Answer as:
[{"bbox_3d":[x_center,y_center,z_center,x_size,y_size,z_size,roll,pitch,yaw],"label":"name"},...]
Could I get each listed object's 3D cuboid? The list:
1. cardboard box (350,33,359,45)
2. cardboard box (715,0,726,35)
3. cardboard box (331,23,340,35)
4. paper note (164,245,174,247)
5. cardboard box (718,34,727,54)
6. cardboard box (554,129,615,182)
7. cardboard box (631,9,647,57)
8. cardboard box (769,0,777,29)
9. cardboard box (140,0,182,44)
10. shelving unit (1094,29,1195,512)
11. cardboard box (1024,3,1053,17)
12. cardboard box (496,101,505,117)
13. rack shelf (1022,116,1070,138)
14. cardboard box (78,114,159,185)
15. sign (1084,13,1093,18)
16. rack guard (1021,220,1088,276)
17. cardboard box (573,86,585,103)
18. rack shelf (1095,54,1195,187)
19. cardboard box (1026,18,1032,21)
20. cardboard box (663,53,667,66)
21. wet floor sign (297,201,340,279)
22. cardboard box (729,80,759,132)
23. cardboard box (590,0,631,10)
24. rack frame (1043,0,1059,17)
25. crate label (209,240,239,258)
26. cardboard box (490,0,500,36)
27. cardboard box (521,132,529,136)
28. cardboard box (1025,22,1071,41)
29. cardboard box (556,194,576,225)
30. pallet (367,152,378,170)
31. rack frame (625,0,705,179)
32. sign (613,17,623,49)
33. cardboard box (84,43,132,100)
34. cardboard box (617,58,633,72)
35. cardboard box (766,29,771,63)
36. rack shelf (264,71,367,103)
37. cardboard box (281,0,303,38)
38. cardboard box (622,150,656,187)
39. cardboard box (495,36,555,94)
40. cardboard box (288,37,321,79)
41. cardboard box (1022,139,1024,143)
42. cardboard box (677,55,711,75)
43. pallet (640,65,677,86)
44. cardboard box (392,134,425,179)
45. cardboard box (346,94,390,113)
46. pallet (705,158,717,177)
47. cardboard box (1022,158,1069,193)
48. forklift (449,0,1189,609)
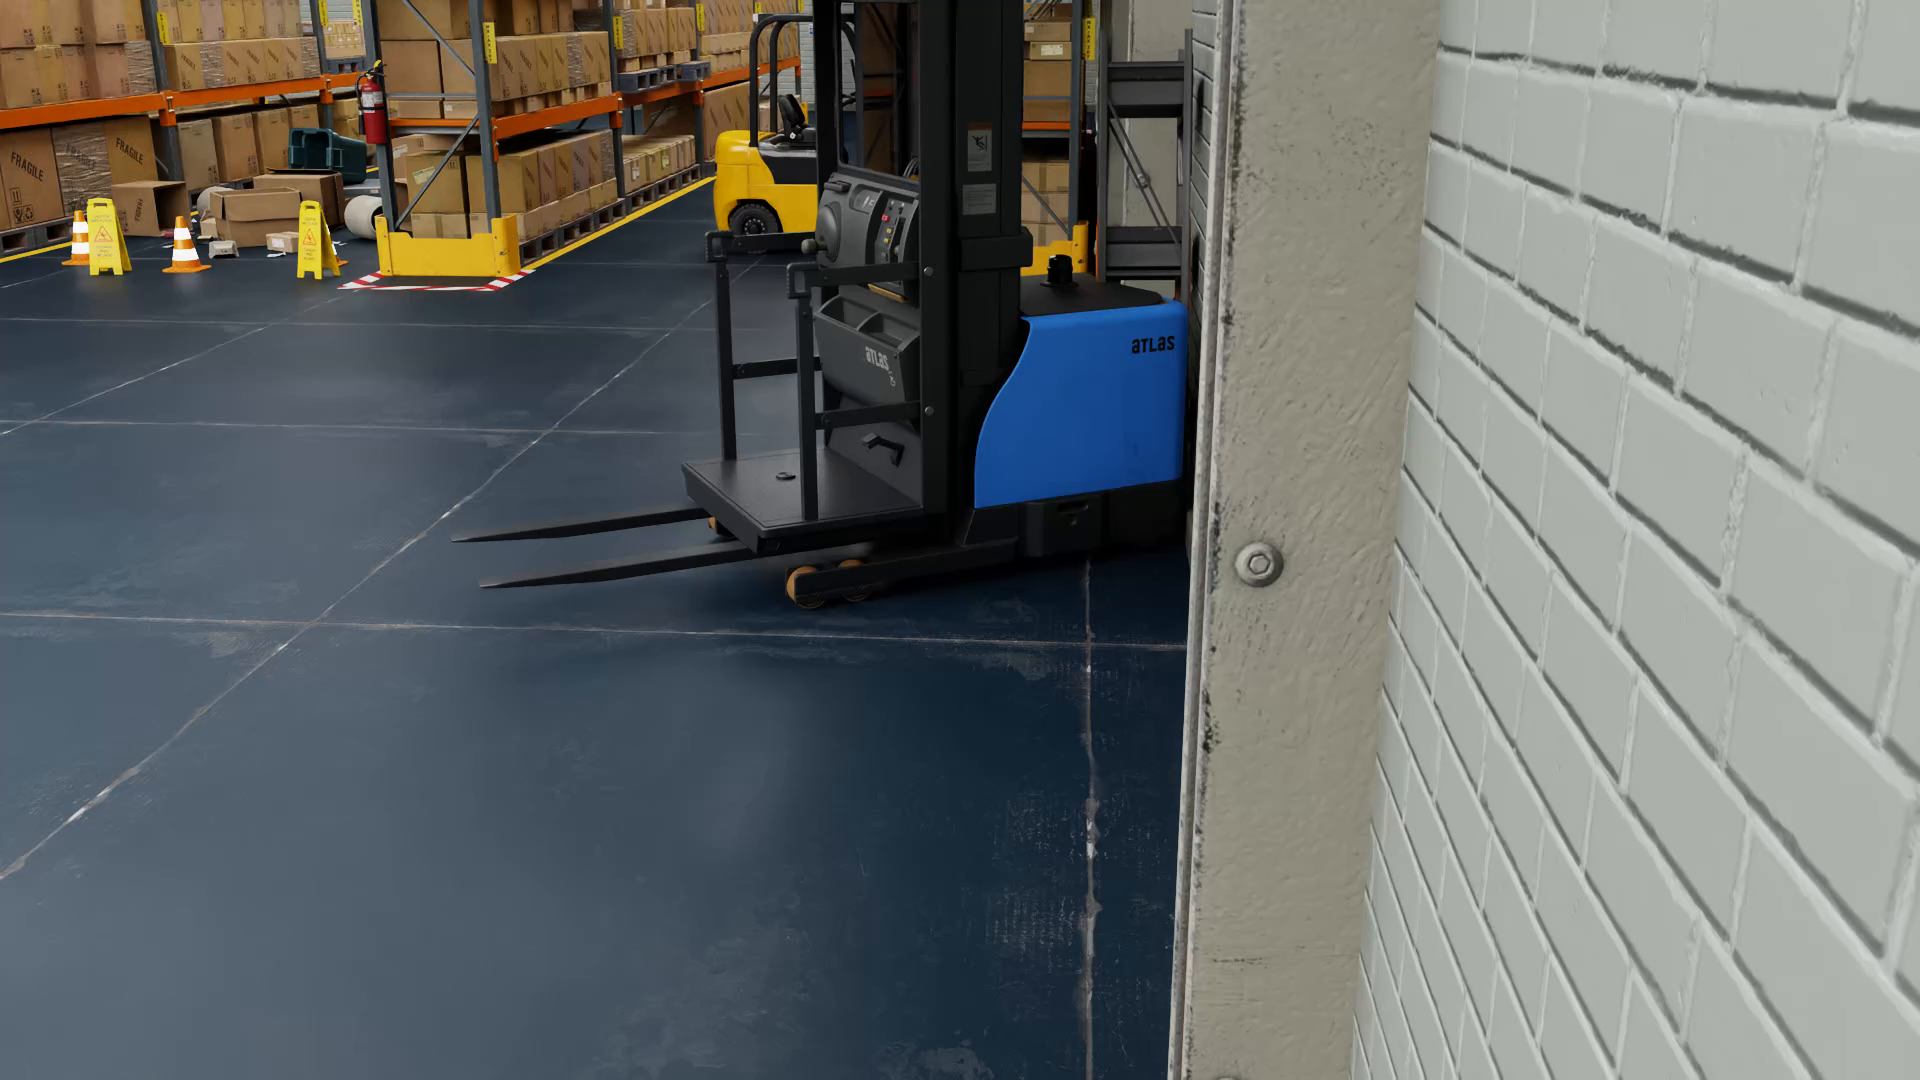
[{"bbox_3d":[-8.544,-6.915,22.962,0.380,0.149,0.250,1,18,4],"label":"cardboard box"},{"bbox_3d":[-3.528,-7.209,22.839,0.500,0.500,0.500,2,18,5],"label":"cardboard box"},{"bbox_3d":[-8.587,-6.888,22.402,0.380,0.149,0.250,1,18,2],"label":"cardboard box"},{"bbox_3d":[-7.601,-2.843,16.052,0.144,0.017,0.142,8,20,23],"label":"paper note"},{"bbox_3d":[-3.517,-6.857,22.970,0.500,0.250,0.500,1,18,4],"label":"cardboard box"},{"bbox_3d":[-3.947,-4.041,17.475,0.500,0.500,0.500,1,18,3],"label":"cardboard box"},{"bbox_3d":[-3.817,-5.665,18.580,0.500,0.500,0.500,1,18,4],"label":"cardboard box"},{"bbox_3d":[-3.233,-8.447,26.617,0.500,0.500,0.500,2,18,5],"label":"cardboard box"},{"bbox_3d":[-9.087,-5.737,18.349,0.700,0.500,0.500,1,18,3],"label":"cardboard box"},{"bbox_3d":[0.827,-1.200,7.578,0.431,2.100,0.503,0,7,4],"label":"shelving unit"},{"bbox_3d":[1.231,-8.424,26.874,0.500,0.500,0.500,2,18,5],"label":"cardboard box"},{"bbox_3d":[-4.224,-3.799,14.604,0.380,0.149,0.250,2,18,5],"label":"cardboard box"},{"bbox_3d":[0.636,-4.002,15.659,0.919,0.124,3.809,1,18,4],"label":"rack shelf"},{"bbox_3d":[-9.232,-4.057,17.723,0.875,0.875,0.875,2,18,5],"label":"cardboard box"},{"bbox_3d":[1.333,-5.309,17.290,0.100,0.325,0.005,1,18,4],"label":"sign"},{"bbox_3d":[0.490,-2.434,14.048,1.175,0.500,0.348,1,18,4],"label":"rack guard"},{"bbox_3d":[-3.961,-4.440,16.558,0.380,0.149,0.250,1,18,3],"label":"cardboard box"},{"bbox_3d":[0.826,-1.882,7.500,0.431,0.518,0.480,0,7,4],"label":"rack shelf"},{"bbox_3d":[0.522,-5.114,16.532,0.380,0.149,0.250,1,18,3],"label":"cardboard box"},{"bbox_3d":[-3.706,-5.714,19.772,0.380,0.149,0.250,1,18,2],"label":"cardboard box"},{"bbox_3d":[-5.540,-2.585,14.276,0.267,0.644,0.232,8,20,23],"label":"wet floor sign"},{"bbox_3d":[-3.563,-6.461,25.063,0.875,0.875,0.875,2,18,6],"label":"cardboard box"},{"bbox_3d":[-3.786,-5.816,18.001,0.380,0.149,0.250,1,18,4],"label":"cardboard box"},{"bbox_3d":[1.352,-7.356,25.056,1.000,3.000,0.127,1,18,4],"label":"rack frame"},{"bbox_3d":[-6.852,-2.706,15.460,0.250,0.136,0.298,-9,20,-25],"label":"crate label"},{"bbox_3d":[-4.662,-4.884,15.268,0.700,0.500,0.500,1,18,3],"label":"cardboard box"},{"bbox_3d":[-4.588,-4.164,16.810,0.380,0.149,0.250,2,18,6],"label":"cardboard box"},{"bbox_3d":[0.729,-4.226,13.823,0.380,0.149,0.250,1,18,3],"label":"cardboard box"},{"bbox_3d":[-4.055,-3.204,16.126,0.500,0.250,0.500,3,18,8],"label":"cardboard box"},{"bbox_3d":[-8.773,-5.220,23.015,1.003,0.211,1.213,1,18,4],"label":"pallet"},{"bbox_3d":[-3.886,-6.224,21.599,1.000,3.000,0.127,1,18,4],"label":"rack frame"},{"bbox_3d":[-3.631,-5.383,17.643,0.100,0.325,0.005,1,18,4],"label":"sign"},{"bbox_3d":[-9.148,-4.845,17.153,0.875,0.550,0.550,1,18,4],"label":"cardboard box"},{"bbox_3d":[-3.818,-5.226,18.284,0.380,0.149,0.250,2,18,5],"label":"cardboard box"},{"bbox_3d":[-3.264,-7.810,26.279,0.500,0.500,0.500,1,18,4],"label":"cardboard box"},{"bbox_3d":[-8.687,-6.582,23.848,1.077,0.370,4.000,1,18,4],"label":"rack shelf"},{"bbox_3d":[-8.872,-6.686,21.245,0.700,0.500,0.500,1,18,4],"label":"cardboard box"},{"bbox_3d":[-4.089,-4.318,19.331,0.950,0.372,0.625,2,18,7],"label":"cardboard box"},{"bbox_3d":[-4.079,-4.388,15.359,0.500,0.500,0.500,1,18,3],"label":"cardboard box"},{"bbox_3d":[-8.595,-6.204,21.380,0.500,0.500,0.500,1,18,4],"label":"cardboard box"},{"bbox_3d":[0.360,-3.783,16.287,0.500,0.250,0.500,2,18,6],"label":"cardboard box"},{"bbox_3d":[-3.600,-6.299,22.069,0.500,0.250,0.500,1,18,3],"label":"cardboard box"},{"bbox_3d":[-3.987,-5.517,19.750,1.003,0.211,1.213,1,18,4],"label":"pallet"},{"bbox_3d":[-5.950,-4.184,18.172,0.500,0.500,0.500,1,18,4],"label":"cardboard box"},{"bbox_3d":[-8.455,-6.190,23.634,0.500,0.250,0.500,1,18,4],"label":"cardboard box"},{"bbox_3d":[-3.754,-5.142,22.776,1.003,0.211,1.213,1,18,4],"label":"pallet"},{"bbox_3d":[0.715,-3.142,14.332,0.500,0.250,0.500,1,18,3],"label":"cardboard box"},{"bbox_3d":[-0.567,-1.307,6.704,3.031,2.935,1.130,-9,20,-25],"label":"forklift"}]
